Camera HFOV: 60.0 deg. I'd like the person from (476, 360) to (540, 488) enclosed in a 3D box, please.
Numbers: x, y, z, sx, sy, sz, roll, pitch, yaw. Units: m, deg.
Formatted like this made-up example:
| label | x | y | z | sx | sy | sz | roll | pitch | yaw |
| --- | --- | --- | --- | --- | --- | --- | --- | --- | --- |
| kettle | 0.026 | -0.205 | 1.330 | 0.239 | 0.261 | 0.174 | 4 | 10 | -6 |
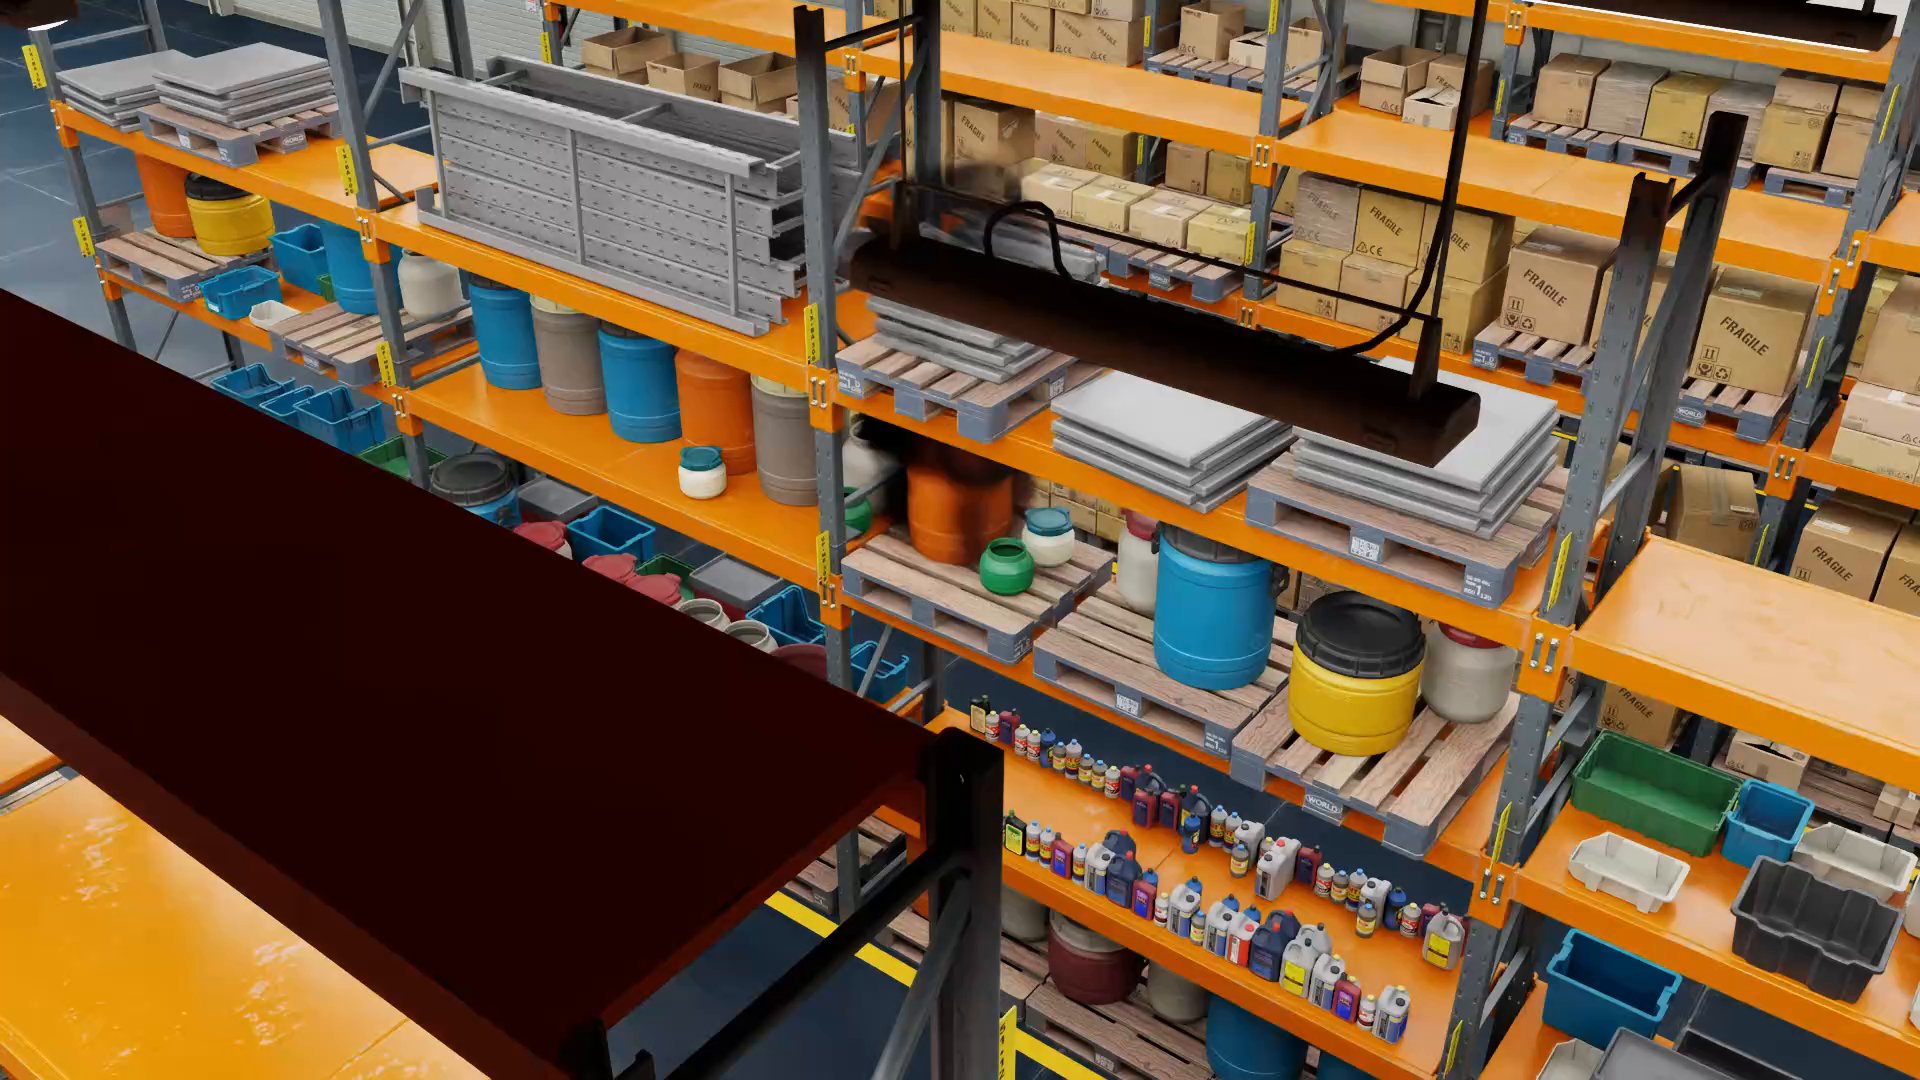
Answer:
| label | x | y | z | sx | sy | sz | roll | pitch | yaw |
| --- | --- | --- | --- | --- | --- | --- | --- | --- | --- |
| person | -3.968 | -0.909 | 15.125 | 0.735 | 1.738 | 0.698 | 13 | 34 | 20 |
